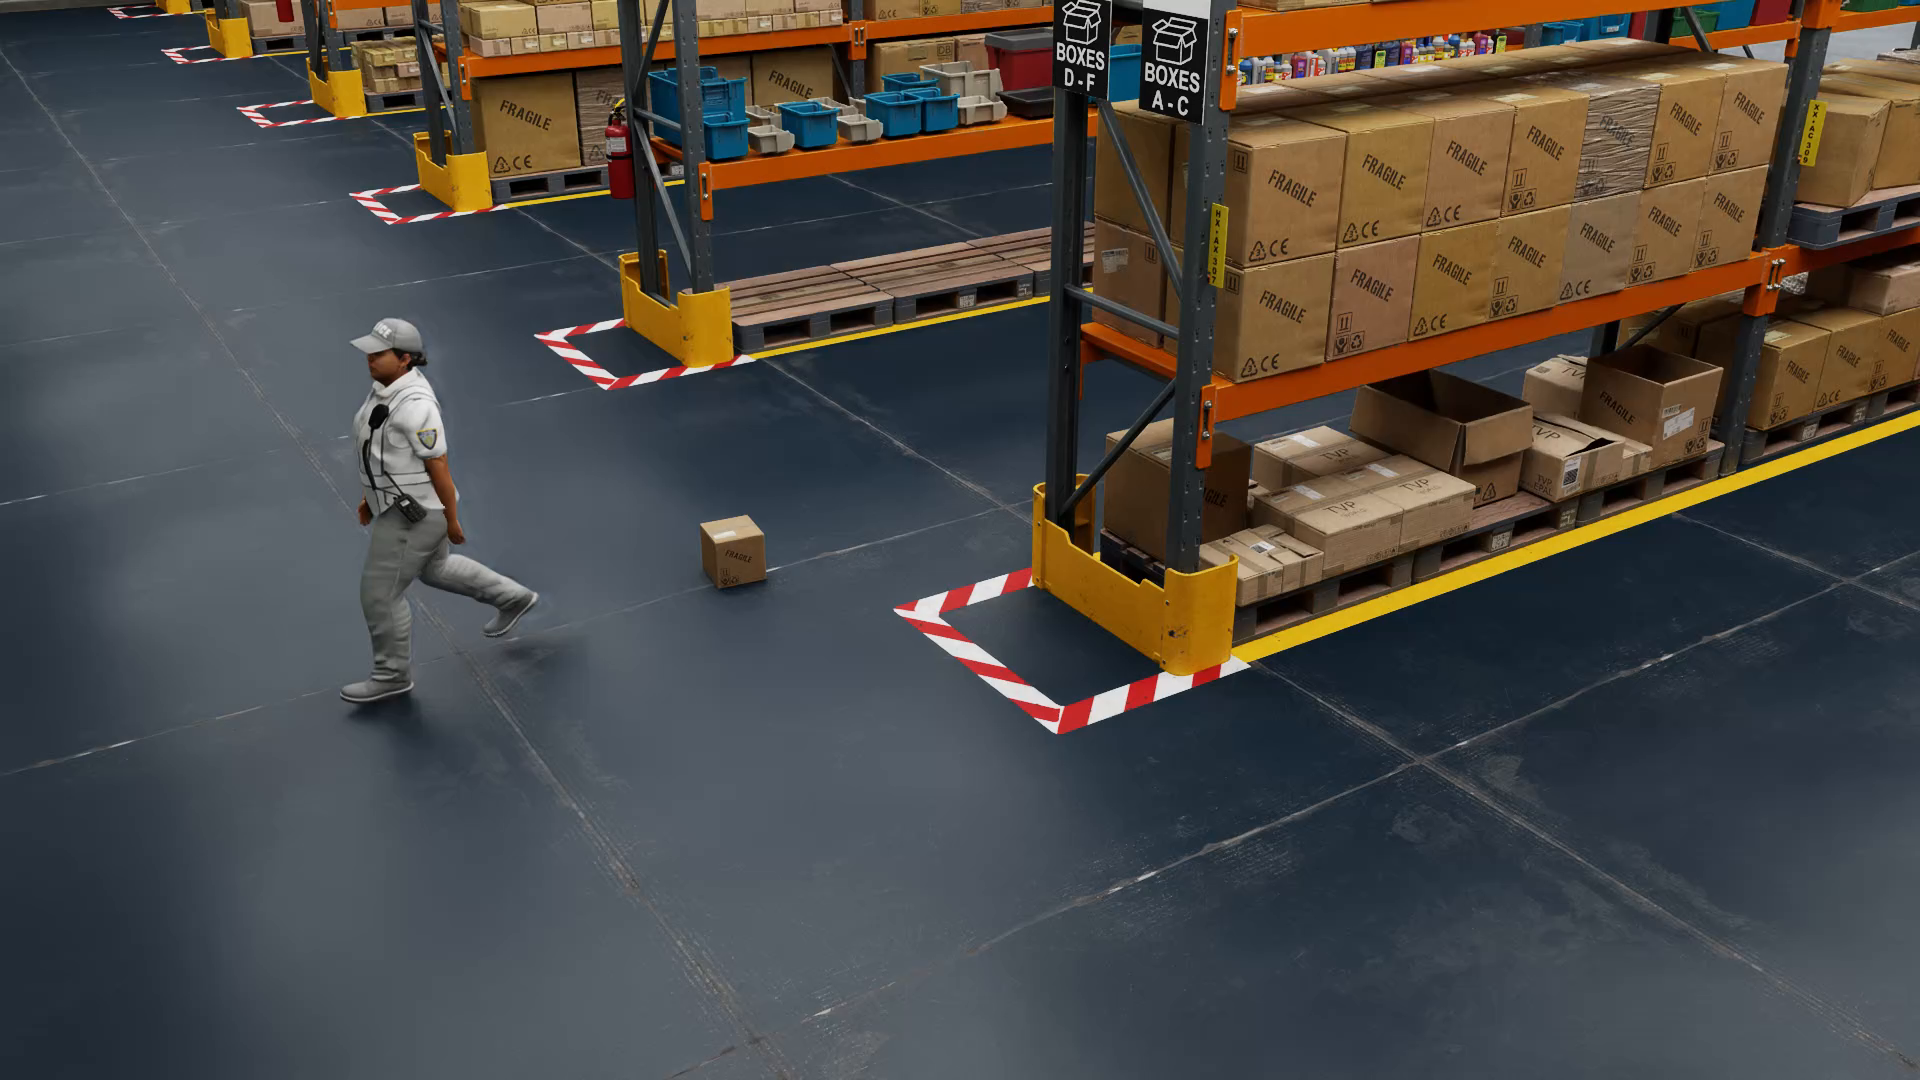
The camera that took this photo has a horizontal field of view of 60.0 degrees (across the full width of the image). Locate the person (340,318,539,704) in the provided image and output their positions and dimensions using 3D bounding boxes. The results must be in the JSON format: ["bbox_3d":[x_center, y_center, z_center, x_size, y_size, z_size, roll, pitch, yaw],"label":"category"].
[{"bbox_3d":[-2.277,-0.160,7.029,0.914,1.620,0.471,-11,28,-23],"label":"person"}]
